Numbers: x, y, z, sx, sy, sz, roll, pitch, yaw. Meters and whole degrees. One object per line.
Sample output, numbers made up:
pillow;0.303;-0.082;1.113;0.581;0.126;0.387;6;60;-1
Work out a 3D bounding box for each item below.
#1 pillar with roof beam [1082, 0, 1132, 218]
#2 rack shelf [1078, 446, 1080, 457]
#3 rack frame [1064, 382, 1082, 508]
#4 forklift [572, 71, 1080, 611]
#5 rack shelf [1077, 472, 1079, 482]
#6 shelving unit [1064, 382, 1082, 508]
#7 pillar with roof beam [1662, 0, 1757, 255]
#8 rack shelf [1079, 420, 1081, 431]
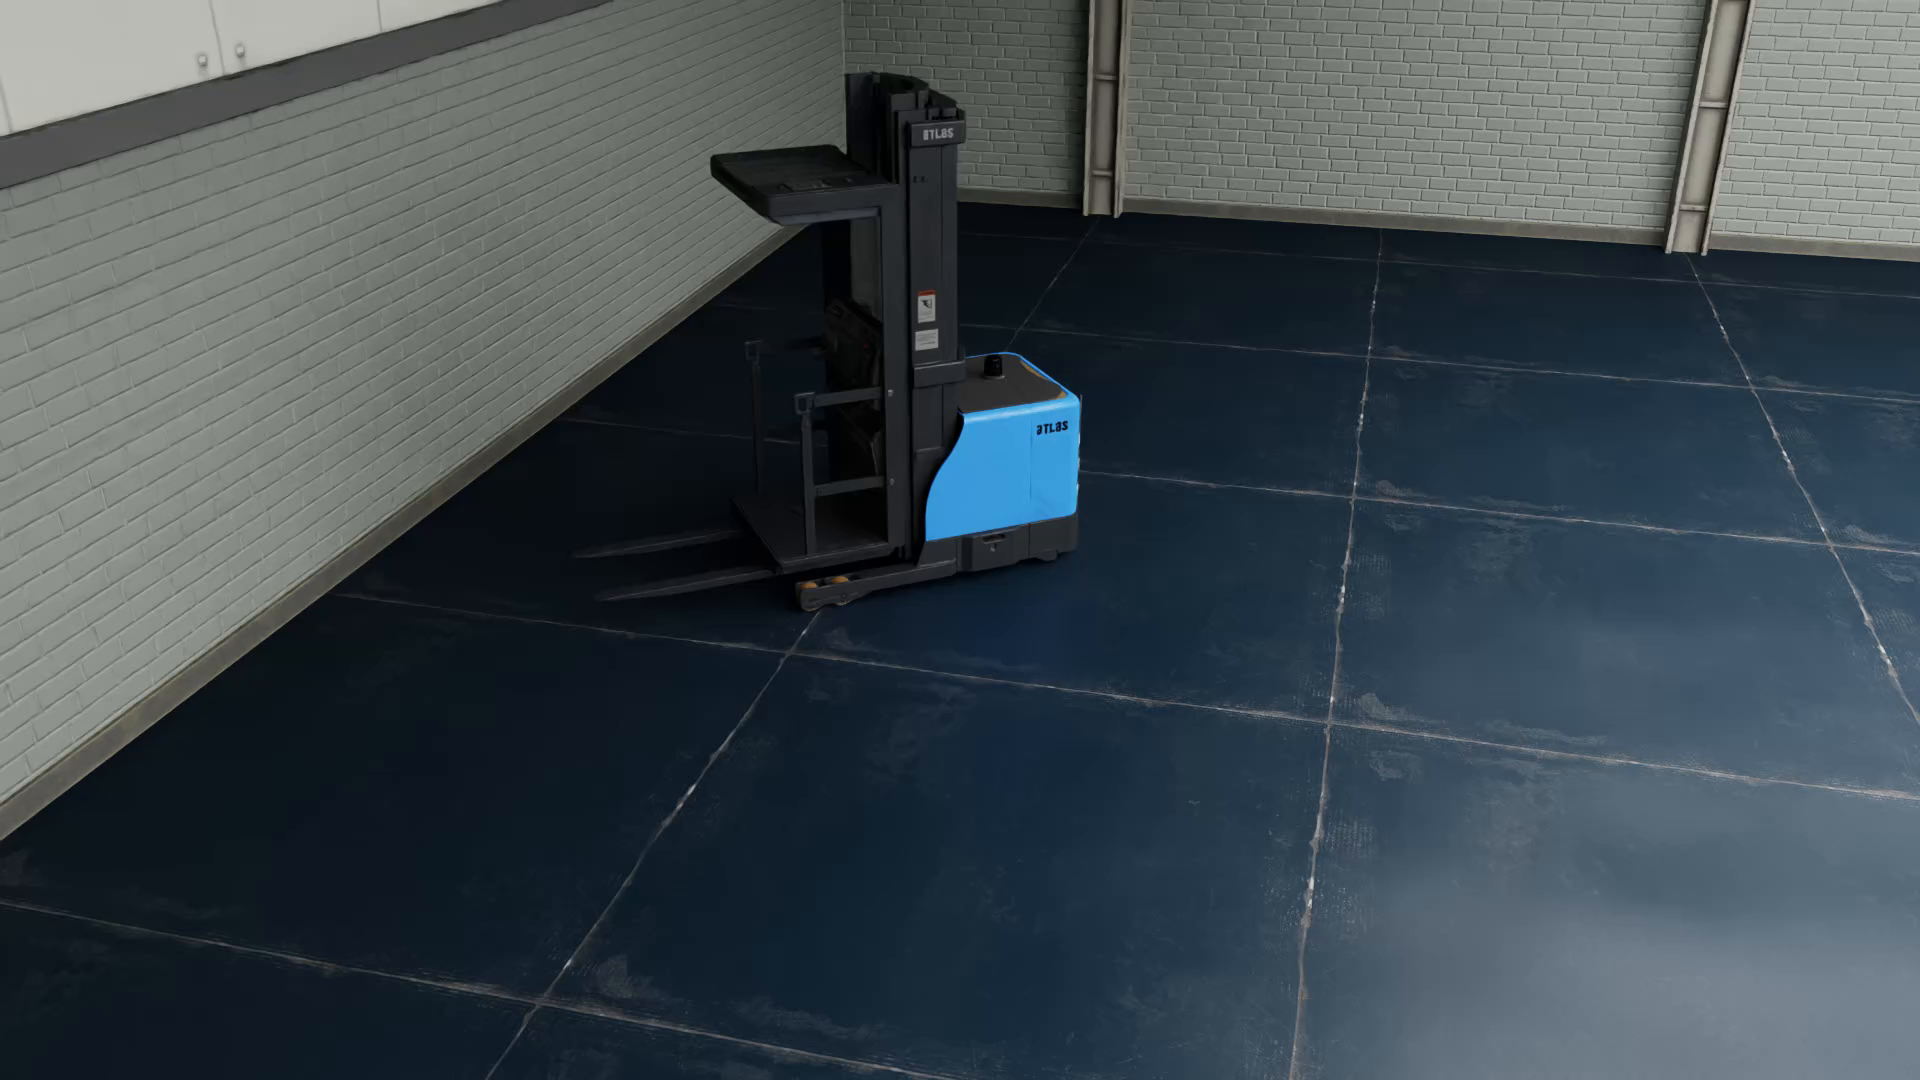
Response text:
pillar with roof beam;0.499;-5.870;12.611;0.400;9.000;9.100;6;26;13
rack shelf;0.635;-0.605;10.841;0.200;0.077;0.258;-10;27;-20
rack frame;0.728;-0.570;10.901;0.006;0.900;0.240;-10;27;-20
forklift;-0.823;-1.161;9.778;3.031;2.935;1.130;-10;27;-20
rack shelf;0.635;-0.442;10.919;0.200;0.077;0.258;-10;27;-20
shelving unit;0.635;-0.553;10.866;0.210;0.900;0.258;-10;27;-20
pillar with roof beam;6.310;-5.228;11.262;0.400;9.000;9.100;6;26;13
rack shelf;0.635;-0.767;10.764;0.200;0.077;0.258;-10;27;-20
